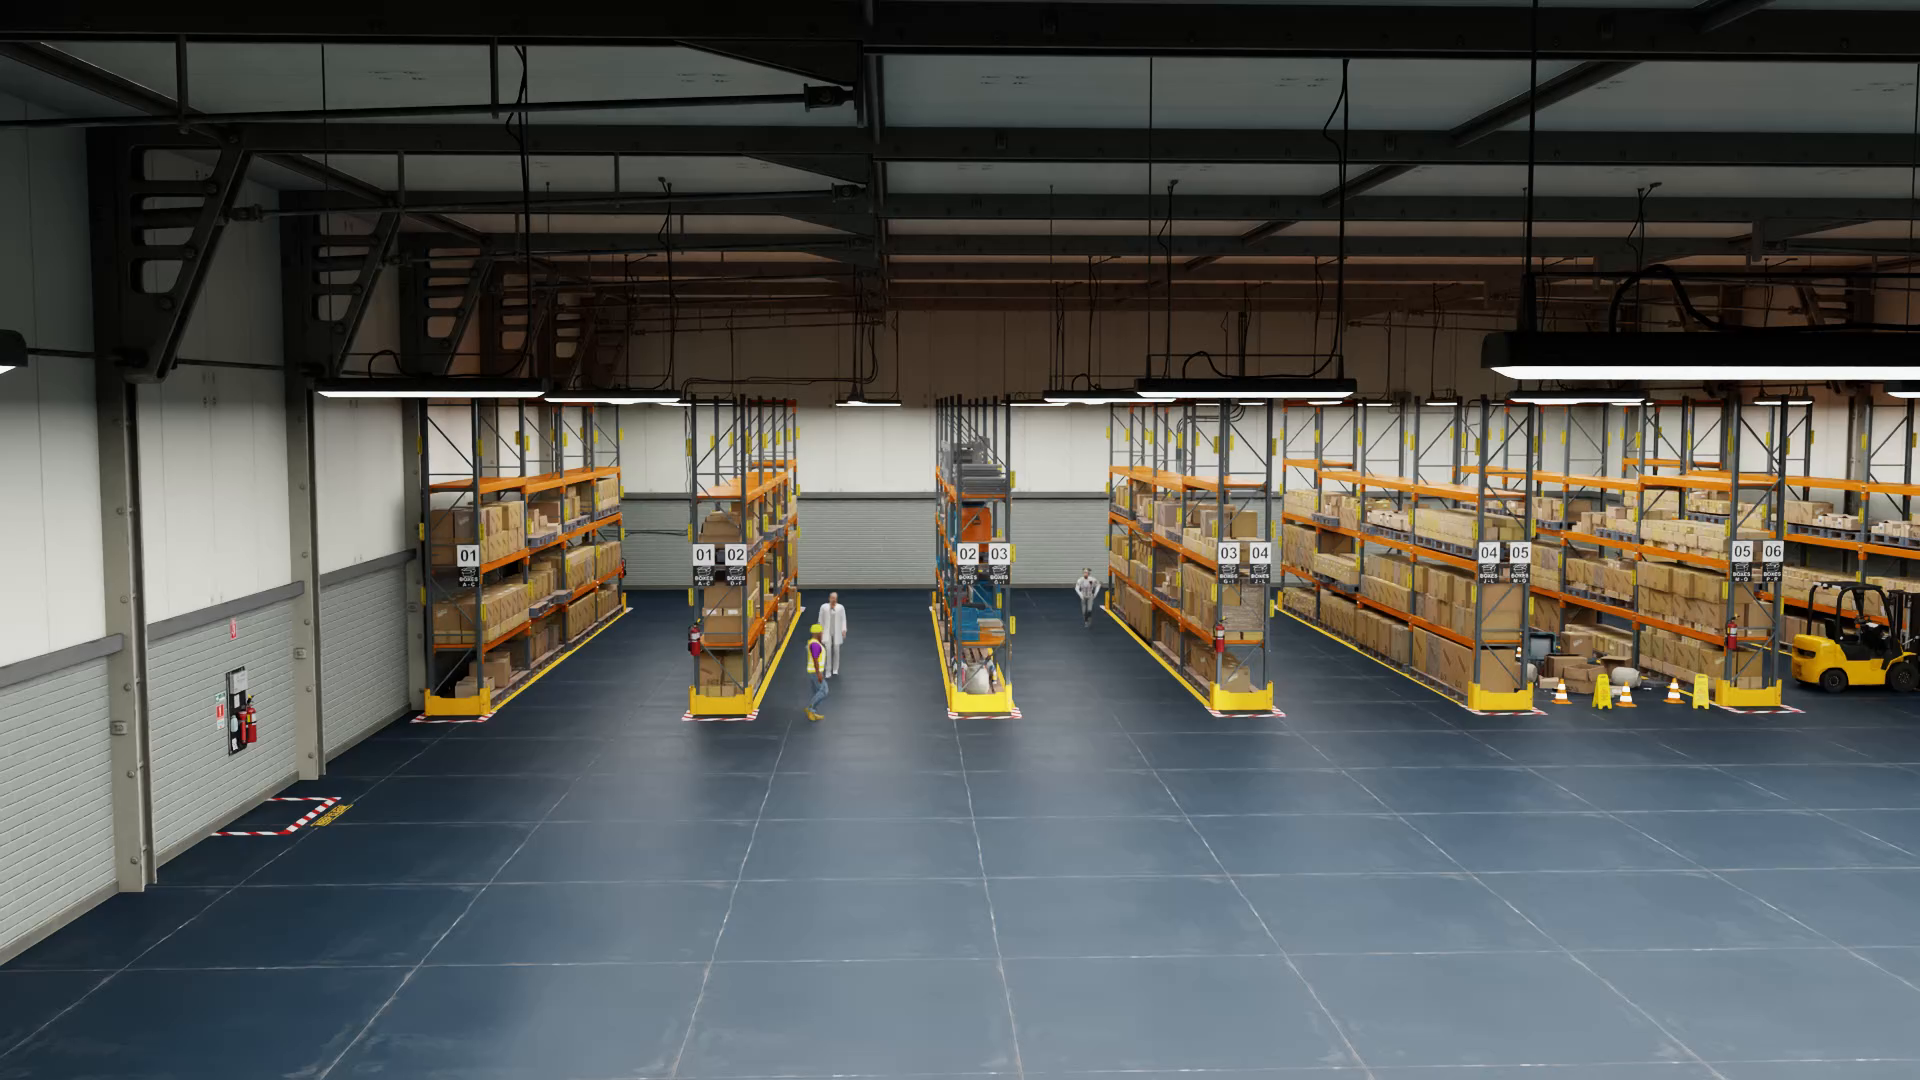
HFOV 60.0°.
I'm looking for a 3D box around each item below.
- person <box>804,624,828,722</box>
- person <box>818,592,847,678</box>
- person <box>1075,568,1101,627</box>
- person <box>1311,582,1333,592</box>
[{"bbox_3d":[-2.633,2.424,30.523,0.449,1.767,0.592,0,4,-1],"label":"person"},{"bbox_3d":[-2.733,2.044,35.728,0.607,1.814,0.739,-1,5,-10],"label":"person"},{"bbox_3d":[3.358,1.501,43.585,0.653,1.597,0.694,1,5,11],"label":"person"},{"bbox_3d":[10.906,0.886,50.378,0.964,1.742,0.531,-1,5,-10],"label":"person"}]
